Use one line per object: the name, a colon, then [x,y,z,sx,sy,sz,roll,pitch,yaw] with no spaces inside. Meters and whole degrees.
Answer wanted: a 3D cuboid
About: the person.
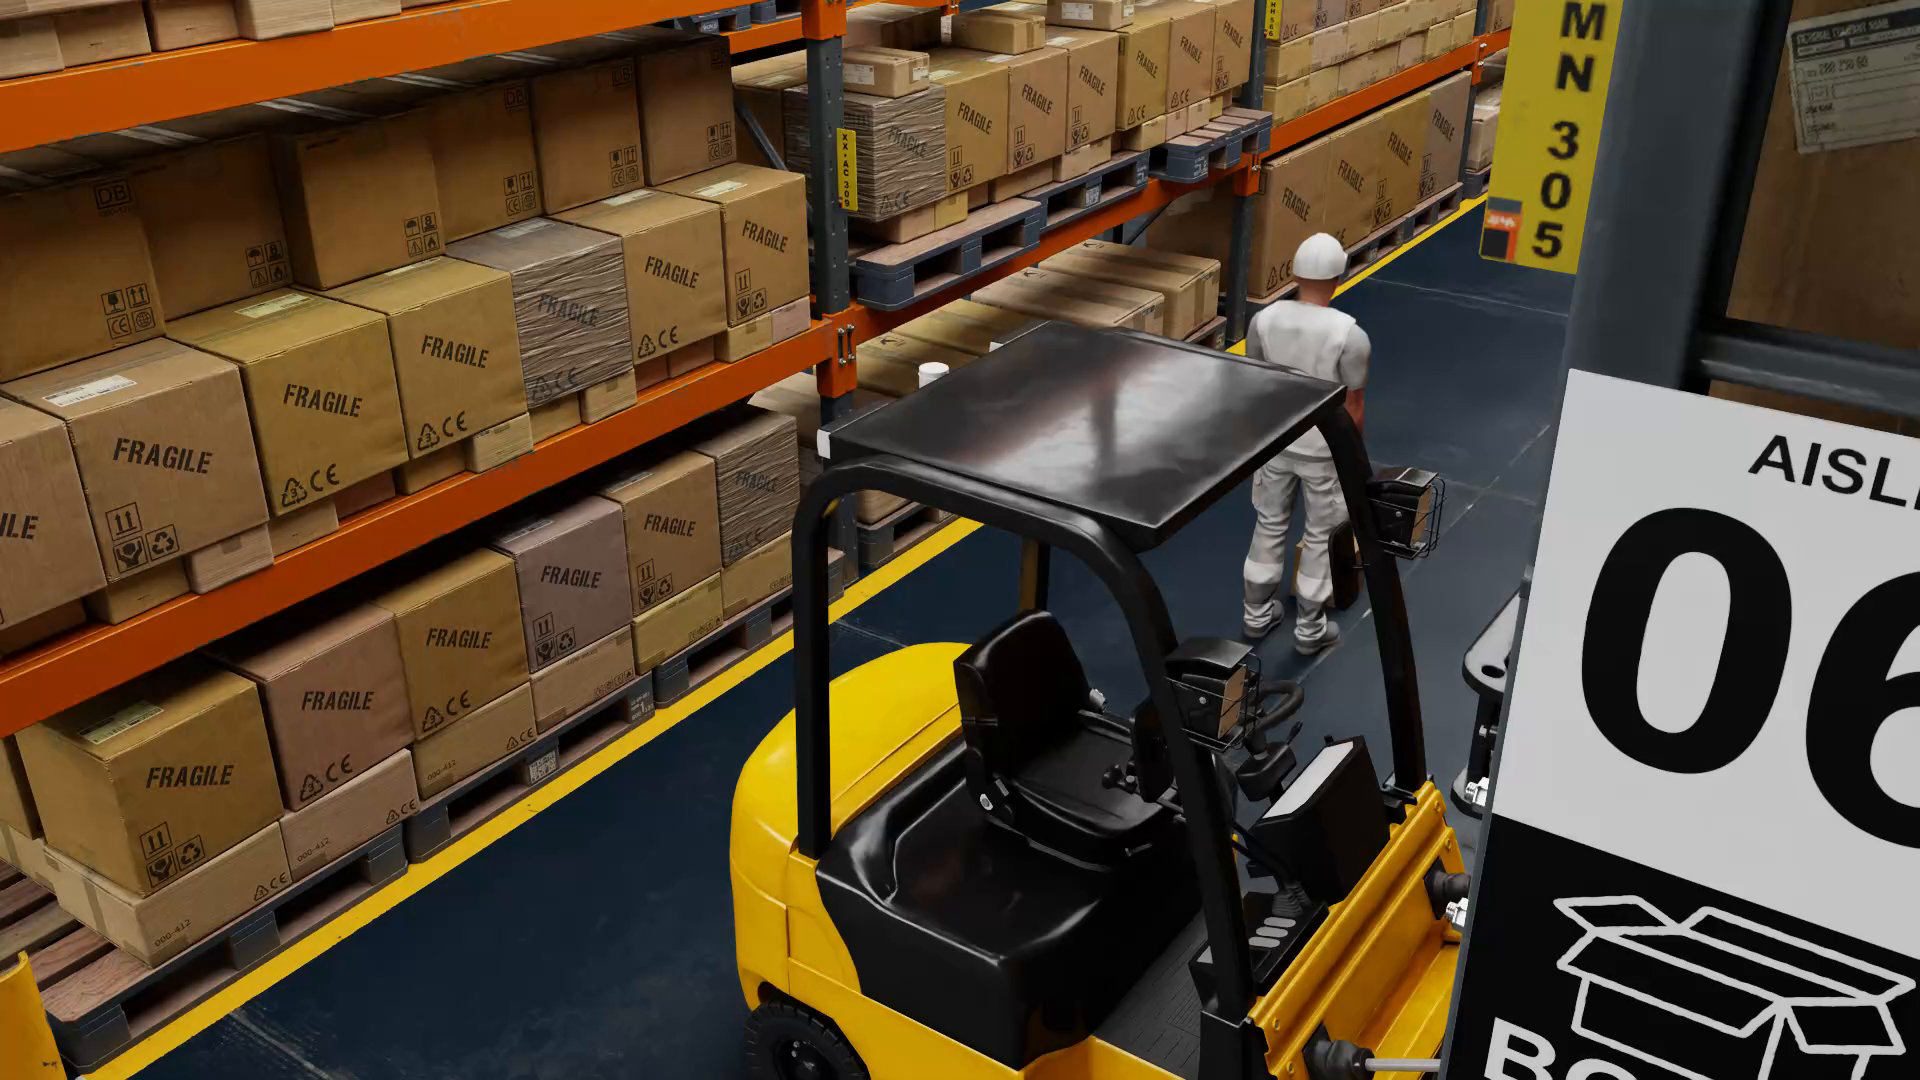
person: [1.413,-0.387,6.870,0.525,1.795,0.334,18,32,31]
